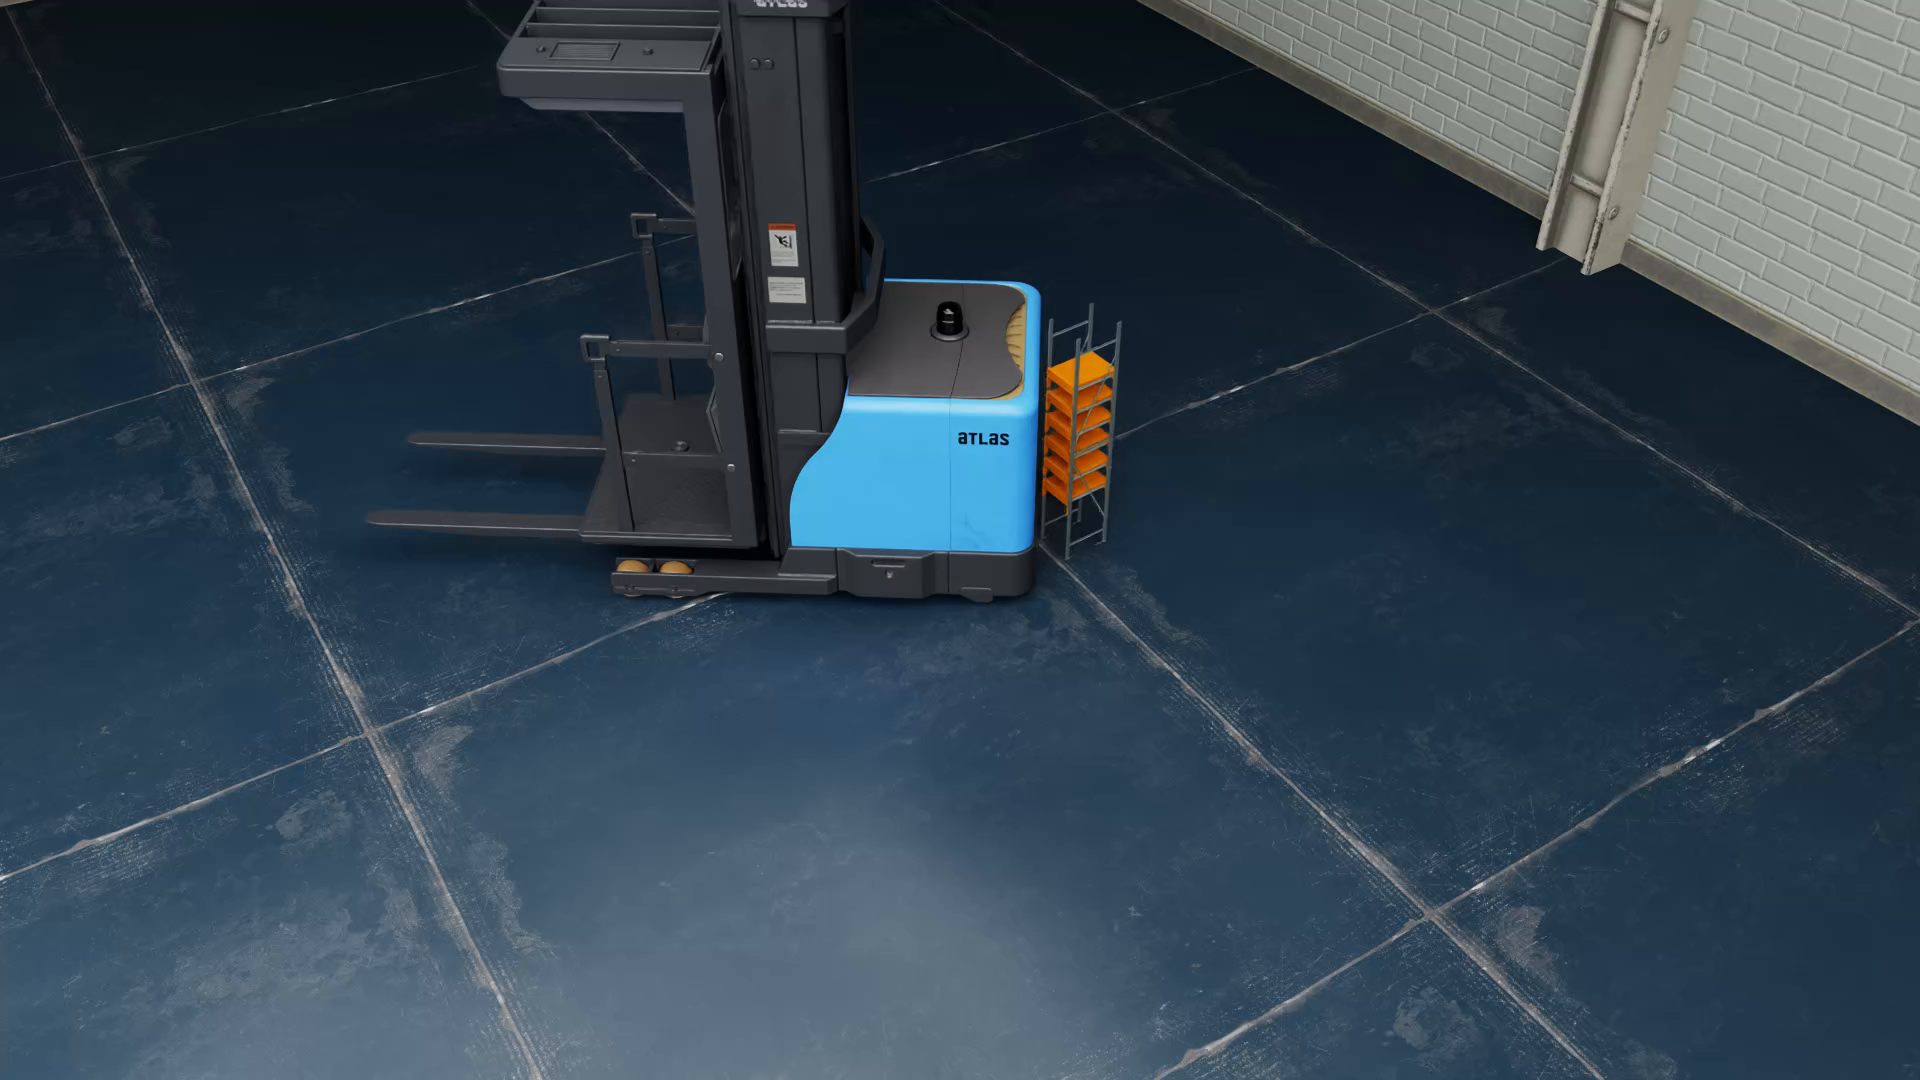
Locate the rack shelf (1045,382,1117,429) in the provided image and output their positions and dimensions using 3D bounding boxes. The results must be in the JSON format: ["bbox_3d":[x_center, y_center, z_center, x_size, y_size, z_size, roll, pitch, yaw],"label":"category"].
[{"bbox_3d":[0.526,-0.608,7.237,0.258,0.103,0.180,-25,46,-27],"label":"rack shelf"}]

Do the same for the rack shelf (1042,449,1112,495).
[{"bbox_3d":[0.526,-0.332,7.467,0.258,0.103,0.180,-25,46,-27],"label":"rack shelf"}]

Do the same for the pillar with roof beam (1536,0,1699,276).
[{"bbox_3d":[0.006,-3.656,5.108,9.100,9.000,0.400,-22,45,-24],"label":"pillar with roof beam"}]

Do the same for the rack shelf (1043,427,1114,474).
[{"bbox_3d":[0.526,-0.424,7.391,0.258,0.103,0.180,-25,46,-27],"label":"rack shelf"}]

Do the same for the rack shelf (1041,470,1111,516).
[{"bbox_3d":[0.526,-0.239,7.544,0.258,0.103,0.180,-25,46,-27],"label":"rack shelf"}]

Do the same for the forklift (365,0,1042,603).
[{"bbox_3d":[-1.159,-1.202,6.903,3.031,2.935,1.130,2,40,2],"label":"forklift"}]

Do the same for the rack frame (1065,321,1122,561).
[{"bbox_3d":[0.579,-0.410,7.305,0.240,1.200,0.006,-25,46,-27],"label":"rack frame"}]

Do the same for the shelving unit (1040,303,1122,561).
[{"bbox_3d":[0.526,-0.458,7.362,0.258,1.200,0.189,-25,46,-27],"label":"shelving unit"}]

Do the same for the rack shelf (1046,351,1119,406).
[{"bbox_3d":[0.526,-0.700,7.160,0.258,0.103,0.180,-25,46,-27],"label":"rack shelf"}]

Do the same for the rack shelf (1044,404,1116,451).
[{"bbox_3d":[0.526,-0.516,7.314,0.258,0.103,0.180,-25,46,-27],"label":"rack shelf"}]

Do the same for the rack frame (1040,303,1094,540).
[{"bbox_3d":[0.472,-0.505,7.419,0.240,1.200,0.006,-25,46,-27],"label":"rack frame"}]
